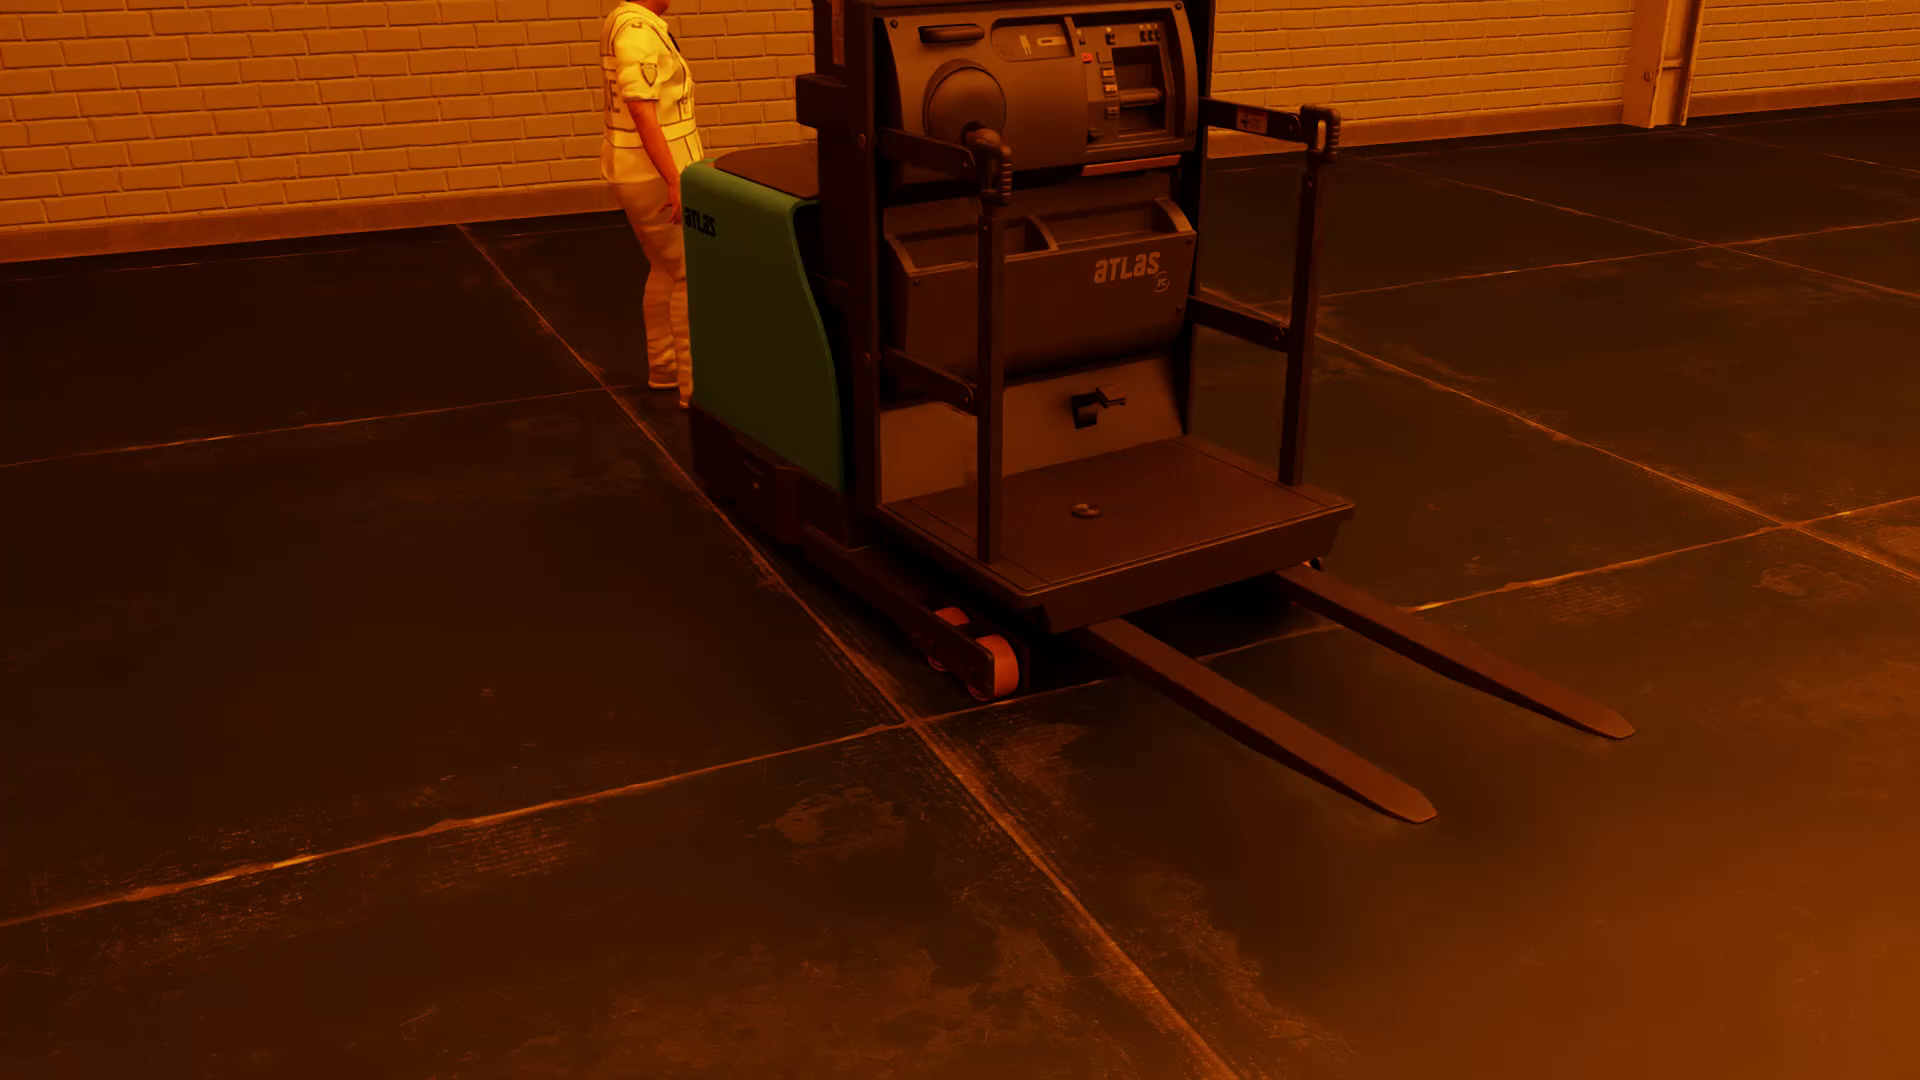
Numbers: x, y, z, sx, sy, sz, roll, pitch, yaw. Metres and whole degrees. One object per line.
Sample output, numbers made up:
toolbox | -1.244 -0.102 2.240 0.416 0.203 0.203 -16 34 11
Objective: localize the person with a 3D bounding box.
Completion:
person | -1.075 -1.340 6.160 0.478 1.670 0.588 -8 24 -19

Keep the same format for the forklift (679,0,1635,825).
forklift | 0.341 -1.158 4.074 1.130 2.935 3.031 -14 26 -30
